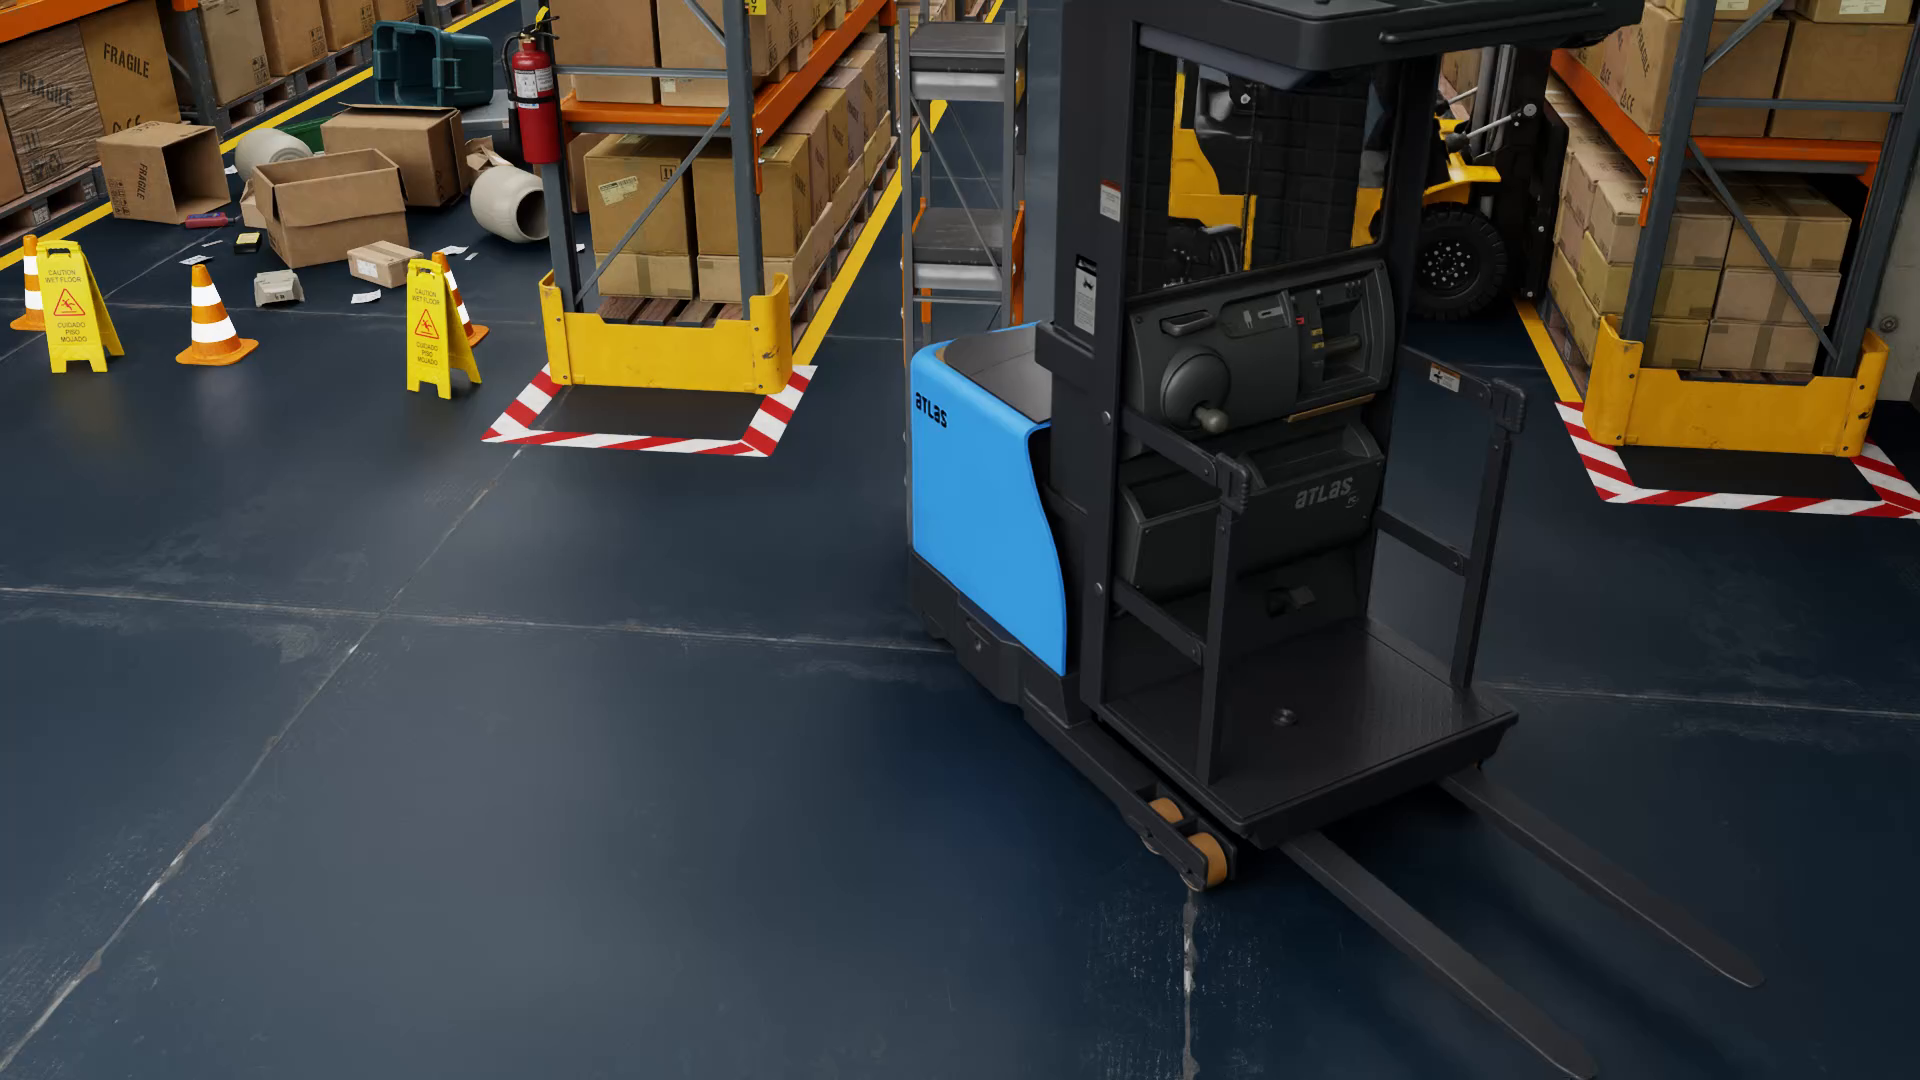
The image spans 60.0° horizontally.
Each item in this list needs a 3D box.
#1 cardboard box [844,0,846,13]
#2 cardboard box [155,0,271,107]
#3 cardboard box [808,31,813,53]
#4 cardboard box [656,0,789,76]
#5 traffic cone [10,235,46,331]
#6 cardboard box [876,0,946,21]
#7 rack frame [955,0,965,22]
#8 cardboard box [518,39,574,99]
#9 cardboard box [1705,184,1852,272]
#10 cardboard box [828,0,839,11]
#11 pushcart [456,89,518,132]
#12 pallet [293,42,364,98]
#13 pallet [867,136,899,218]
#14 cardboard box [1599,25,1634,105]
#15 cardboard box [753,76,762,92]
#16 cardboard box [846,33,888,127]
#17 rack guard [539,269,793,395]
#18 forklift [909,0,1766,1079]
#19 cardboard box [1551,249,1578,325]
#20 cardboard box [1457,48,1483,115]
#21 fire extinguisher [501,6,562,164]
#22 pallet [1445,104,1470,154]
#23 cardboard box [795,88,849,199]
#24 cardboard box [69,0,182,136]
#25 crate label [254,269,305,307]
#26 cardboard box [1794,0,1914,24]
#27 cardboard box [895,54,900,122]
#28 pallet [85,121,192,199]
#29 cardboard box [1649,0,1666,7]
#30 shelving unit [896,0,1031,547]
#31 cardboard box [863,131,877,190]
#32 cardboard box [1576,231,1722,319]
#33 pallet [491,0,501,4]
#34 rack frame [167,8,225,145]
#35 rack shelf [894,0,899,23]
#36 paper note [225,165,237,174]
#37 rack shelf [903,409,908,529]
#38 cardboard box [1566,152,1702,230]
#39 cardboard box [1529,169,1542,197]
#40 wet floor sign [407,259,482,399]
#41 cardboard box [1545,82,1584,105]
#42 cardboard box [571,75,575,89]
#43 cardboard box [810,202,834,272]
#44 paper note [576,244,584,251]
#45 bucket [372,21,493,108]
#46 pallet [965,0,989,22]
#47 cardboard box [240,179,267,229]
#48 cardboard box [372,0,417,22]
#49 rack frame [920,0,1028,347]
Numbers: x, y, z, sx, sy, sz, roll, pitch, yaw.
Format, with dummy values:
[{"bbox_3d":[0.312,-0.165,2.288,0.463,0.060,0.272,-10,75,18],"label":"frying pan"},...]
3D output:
[{"bbox_3d":[-0.867,-3.107,9.619,0.380,0.149,0.250,3,28,5],"label":"cardboard box"},{"bbox_3d":[-5.886,-3.715,12.413,1.050,0.750,0.750,3,28,6],"label":"cardboard box"},{"bbox_3d":[-0.986,-2.618,8.712,0.380,0.149,0.250,4,29,8],"label":"cardboard box"},{"bbox_3d":[-1.104,-2.482,7.776,0.500,0.500,0.500,3,28,5],"label":"cardboard box"},{"bbox_3d":[-4.888,-1.391,8.844,0.336,0.463,0.334,3,28,6],"label":"traffic cone"},{"bbox_3d":[-0.619,-4.281,13.861,0.950,0.372,0.625,3,28,5],"label":"cardboard box"},{"bbox_3d":[-0.457,-5.866,14.476,1.000,3.000,0.127,3,28,6],"label":"rack frame"},{"bbox_3d":[-2.718,-3.306,11.560,0.500,0.500,0.500,3,28,6],"label":"cardboard box"},{"bbox_3d":[3.736,-1.444,7.669,0.500,0.250,0.500,3,28,5],"label":"cardboard box"},{"bbox_3d":[-0.929,-3.206,9.119,0.500,0.500,0.500,3,28,5],"label":"cardboard box"},{"bbox_3d":[-3.216,-2.938,11.805,1.648,0.377,0.936,-6,29,-11],"label":"pushcart"},{"bbox_3d":[-5.706,-3.939,13.839,1.003,0.211,1.213,3,28,6],"label":"pallet"},{"bbox_3d":[-0.995,-2.437,11.052,1.003,0.211,1.213,3,28,6],"label":"pallet"},{"bbox_3d":[3.362,-2.348,7.841,0.500,0.500,0.500,4,29,8],"label":"cardboard box"},{"bbox_3d":[-1.174,-2.257,8.042,0.380,0.149,0.250,4,29,7],"label":"cardboard box"},{"bbox_3d":[-0.754,-2.994,10.810,0.500,0.500,0.500,3,28,5],"label":"cardboard box"},{"bbox_3d":[-1.428,-1.036,8.145,1.175,0.500,0.348,3,28,6],"label":"rack guard"},{"bbox_3d":[0.992,-0.519,4.622,1.130,2.935,3.031,-16,32,-26],"label":"forklift"},{"bbox_3d":[3.304,-1.261,8.385,0.500,0.250,0.500,3,28,6],"label":"cardboard box"},{"bbox_3d":[4.135,-3.447,12.047,0.875,0.625,0.625,3,28,6],"label":"cardboard box"},{"bbox_3d":[-1.909,-2.039,7.454,0.296,0.674,0.183,3,28,6],"label":"fire extinguisher"},{"bbox_3d":[4.031,-2.818,11.758,1.003,0.211,1.213,3,28,6],"label":"pallet"},{"bbox_3d":[-0.933,-2.262,9.451,0.500,0.500,0.500,4,29,7],"label":"cardboard box"},{"bbox_3d":[-6.019,-3.181,11.289,0.875,0.875,0.875,4,29,7],"label":"cardboard box"},{"bbox_3d":[-3.774,-1.396,9.196,0.250,0.136,0.298,-11,30,-20],"label":"crate label"},{"bbox_3d":[3.788,-2.288,7.045,0.380,0.149,0.250,3,28,5],"label":"cardboard box"},{"bbox_3d":[-0.886,-3.258,11.963,0.950,0.372,0.625,4,29,7],"label":"cardboard box"},{"bbox_3d":[-6.043,-2.642,11.432,1.003,0.211,1.213,3,28,6],"label":"pallet"},{"bbox_3d":[3.255,-2.445,7.336,0.380,0.149,0.250,4,29,7],"label":"cardboard box"},{"bbox_3d":[0.020,-1.002,6.397,0.431,2.100,0.503,3,28,6],"label":"shelving unit"},{"bbox_3d":[-0.808,-2.413,10.522,0.500,0.250,0.500,3,28,5],"label":"cardboard box"},{"bbox_3d":[3.239,-1.255,7.847,0.500,0.250,0.500,3,28,6],"label":"cardboard box"},{"bbox_3d":[-5.133,-5.819,17.329,1.003,0.211,1.213,3,28,6],"label":"pallet"},{"bbox_3d":[-5.873,-4.223,11.427,1.000,3.000,0.127,3,28,6],"label":"rack frame"},{"bbox_3d":[-0.702,-4.608,12.899,1.077,0.370,4.000,3,28,6],"label":"rack shelf"},{"bbox_3d":[-5.056,-2.547,11.446,0.147,0.020,0.142,-17,33,-29],"label":"paper note"},{"bbox_3d":[0.020,-0.374,6.735,0.431,0.518,0.480,3,28,6],"label":"rack shelf"},{"bbox_3d":[3.293,-1.704,8.152,0.500,0.250,0.500,4,29,7],"label":"cardboard box"},{"bbox_3d":[3.418,-1.970,9.174,0.500,0.250,0.500,3,28,6],"label":"cardboard box"},{"bbox_3d":[-2.523,-1.037,7.994,0.267,0.644,0.232,14,31,24],"label":"wet floor sign"},{"bbox_3d":[3.486,-2.427,9.494,0.500,0.250,0.500,4,29,8],"label":"cardboard box"},{"bbox_3d":[-1.683,-2.304,8.129,0.380,0.149,0.250,3,28,6],"label":"cardboard box"},{"bbox_3d":[-0.994,-1.678,9.159,0.500,0.250,0.500,4,29,8],"label":"cardboard box"},{"bbox_3d":[-2.330,-1.759,9.982,0.142,0.019,0.148,-6,29,-11],"label":"paper note"},{"bbox_3d":[-3.601,-3.253,11.475,0.726,0.611,0.620,14,21,24],"label":"bucket"},{"bbox_3d":[-0.286,-5.005,15.818,1.003,0.211,1.213,3,28,6],"label":"pallet"},{"bbox_3d":[-4.255,-2.104,10.375,0.396,0.266,0.258,8,29,15],"label":"cardboard box"},{"bbox_3d":[-5.546,-5.019,14.833,1.050,0.750,0.750,3,28,6],"label":"cardboard box"},{"bbox_3d":[0.050,-1.117,6.610,0.400,2.100,0.015,3,28,6],"label":"rack frame"}]
